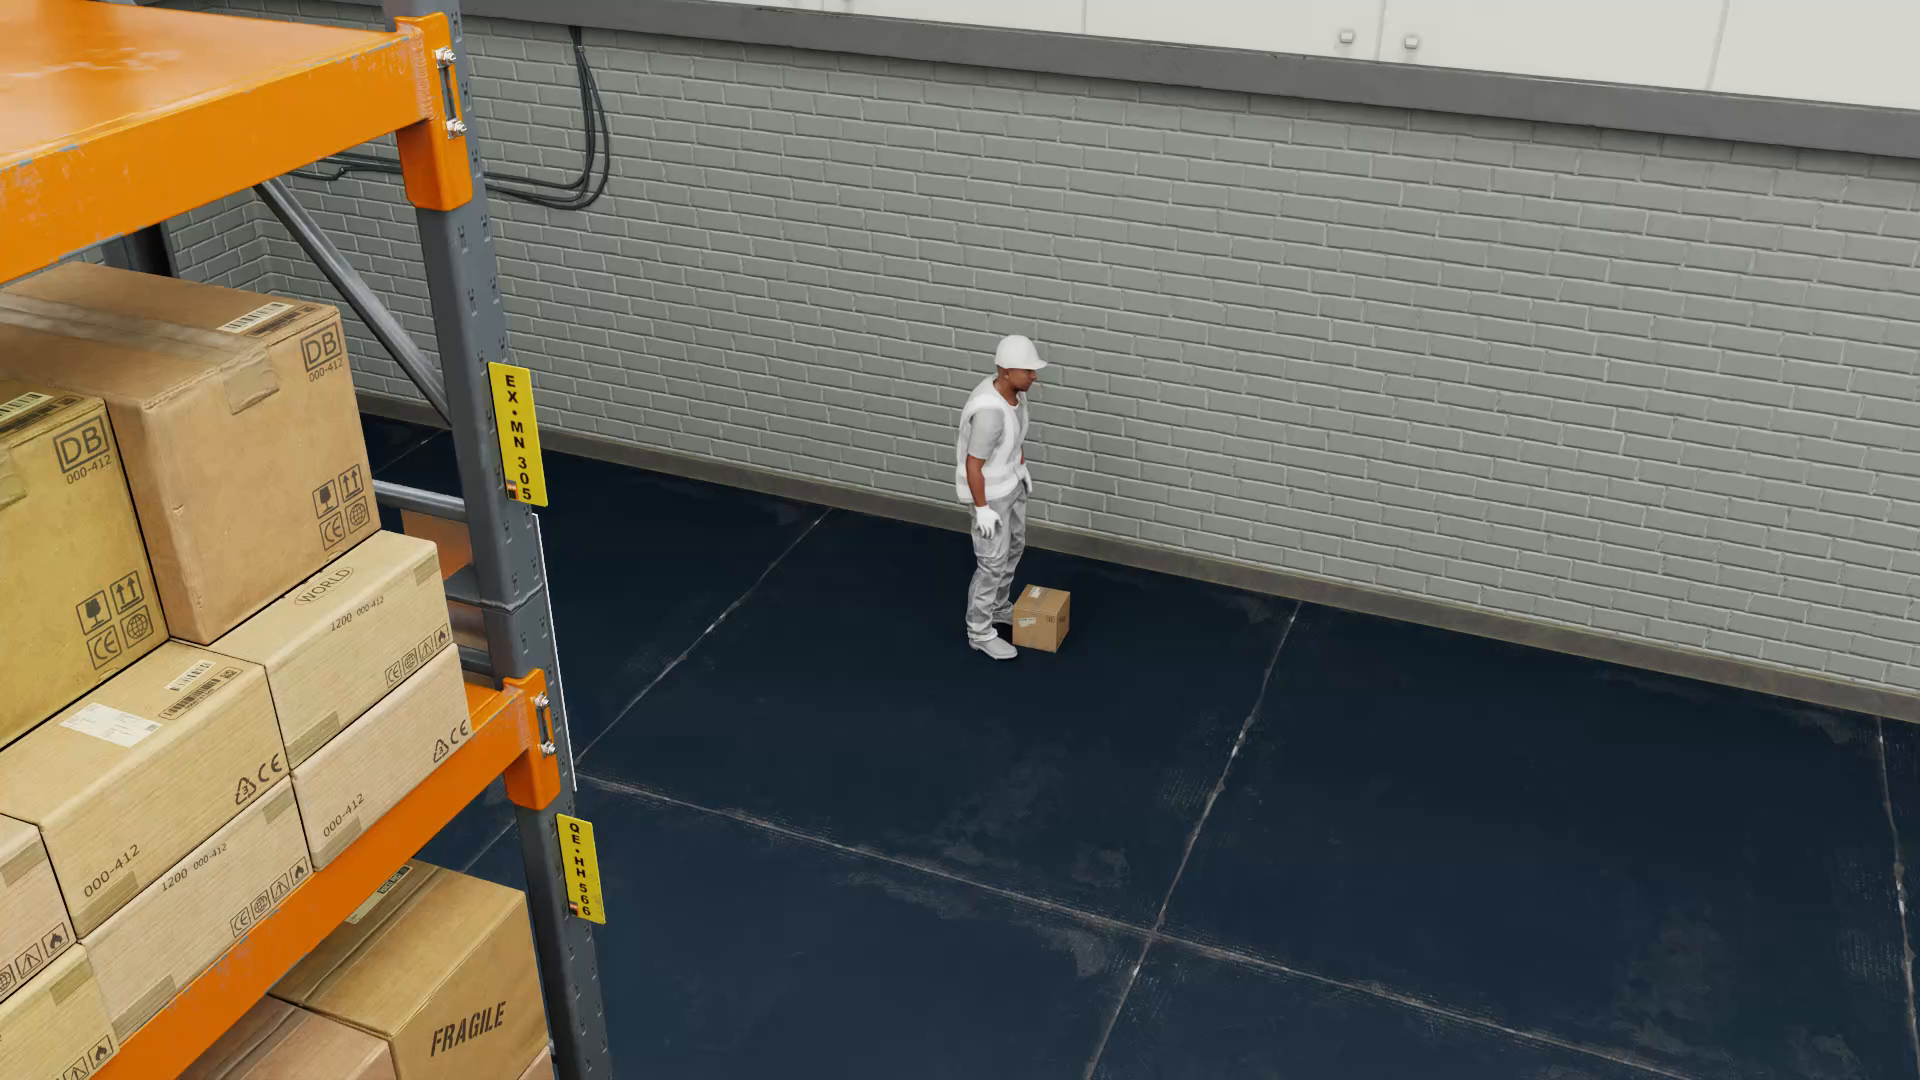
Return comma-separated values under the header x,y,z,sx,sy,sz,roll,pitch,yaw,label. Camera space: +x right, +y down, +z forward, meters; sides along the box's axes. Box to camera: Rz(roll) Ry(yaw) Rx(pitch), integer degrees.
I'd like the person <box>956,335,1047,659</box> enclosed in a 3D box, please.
x,y,z,sx,sy,sz,roll,pitch,yaw,label
0.218,-0.256,8.845,0.449,1.774,0.617,11,31,19,person
